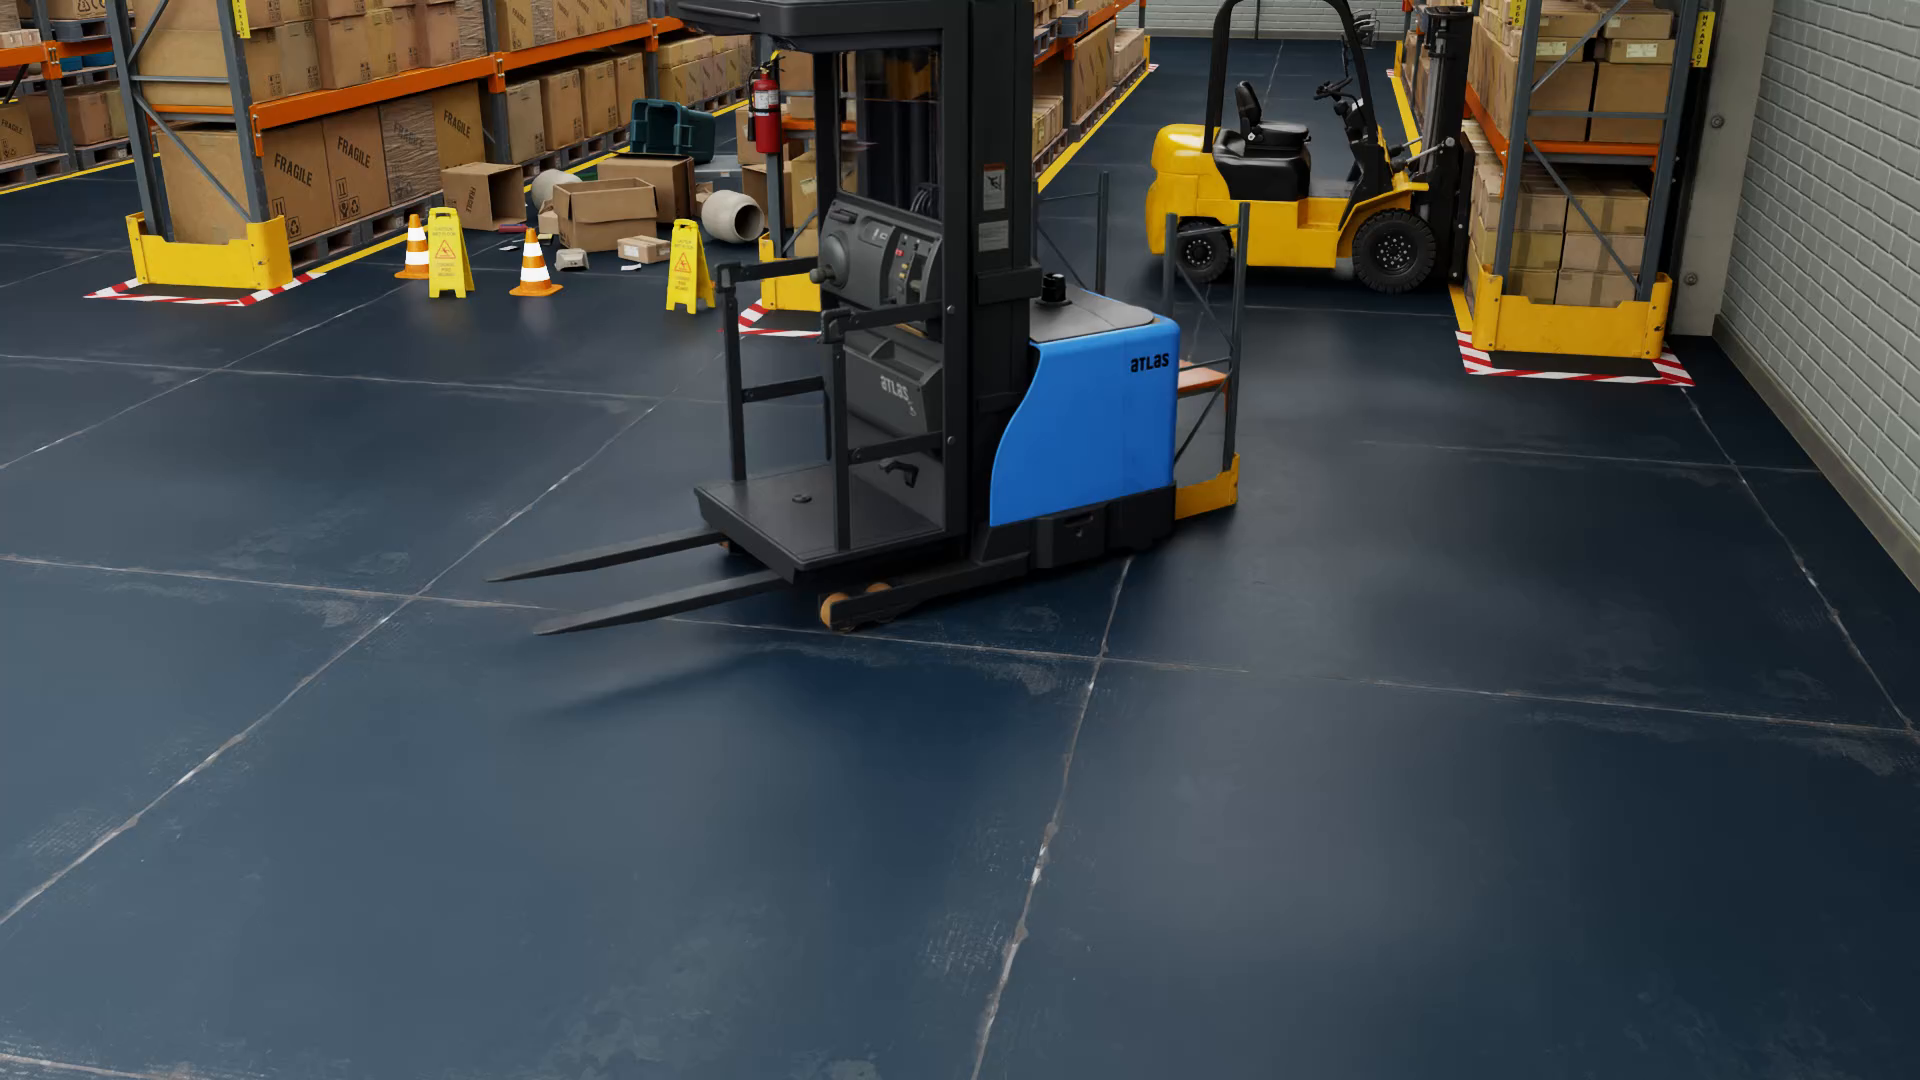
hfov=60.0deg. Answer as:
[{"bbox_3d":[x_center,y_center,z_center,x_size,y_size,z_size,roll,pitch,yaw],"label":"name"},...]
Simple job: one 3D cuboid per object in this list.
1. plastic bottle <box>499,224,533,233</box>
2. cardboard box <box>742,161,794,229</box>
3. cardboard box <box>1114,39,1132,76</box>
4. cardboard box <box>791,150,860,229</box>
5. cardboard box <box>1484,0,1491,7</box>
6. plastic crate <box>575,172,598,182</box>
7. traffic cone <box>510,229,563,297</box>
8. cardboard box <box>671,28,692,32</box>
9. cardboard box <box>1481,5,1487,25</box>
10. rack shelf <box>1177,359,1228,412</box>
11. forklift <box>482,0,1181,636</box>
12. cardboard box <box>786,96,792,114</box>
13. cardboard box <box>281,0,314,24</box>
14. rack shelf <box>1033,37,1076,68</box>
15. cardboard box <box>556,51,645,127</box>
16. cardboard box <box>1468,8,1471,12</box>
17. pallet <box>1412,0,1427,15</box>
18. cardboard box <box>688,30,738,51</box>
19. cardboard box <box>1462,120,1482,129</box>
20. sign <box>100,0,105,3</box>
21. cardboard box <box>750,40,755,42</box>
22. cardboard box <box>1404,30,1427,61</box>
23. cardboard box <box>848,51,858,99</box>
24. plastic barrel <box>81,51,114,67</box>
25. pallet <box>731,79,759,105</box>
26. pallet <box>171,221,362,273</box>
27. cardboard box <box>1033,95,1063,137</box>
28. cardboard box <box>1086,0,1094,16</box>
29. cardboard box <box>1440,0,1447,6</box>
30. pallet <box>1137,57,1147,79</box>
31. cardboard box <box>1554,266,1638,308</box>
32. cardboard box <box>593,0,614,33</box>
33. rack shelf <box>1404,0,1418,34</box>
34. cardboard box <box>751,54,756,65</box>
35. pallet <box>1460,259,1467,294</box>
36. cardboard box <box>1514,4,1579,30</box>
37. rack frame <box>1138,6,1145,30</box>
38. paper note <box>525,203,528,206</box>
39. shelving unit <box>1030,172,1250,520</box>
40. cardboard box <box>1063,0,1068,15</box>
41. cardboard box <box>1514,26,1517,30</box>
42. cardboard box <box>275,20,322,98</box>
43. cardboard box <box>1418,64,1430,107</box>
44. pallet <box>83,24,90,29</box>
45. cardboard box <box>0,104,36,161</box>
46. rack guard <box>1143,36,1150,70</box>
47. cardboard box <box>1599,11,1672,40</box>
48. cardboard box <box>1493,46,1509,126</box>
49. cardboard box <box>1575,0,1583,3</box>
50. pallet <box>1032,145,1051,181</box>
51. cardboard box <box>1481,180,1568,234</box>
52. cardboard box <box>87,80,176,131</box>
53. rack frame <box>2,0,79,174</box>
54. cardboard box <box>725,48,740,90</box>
[{"bbox_3d":[-3.879,-2.723,14.534,0.283,0.061,0.133,-3,22,-8],"label":"plastic bottle"},{"bbox_3d":[-1.589,-3.066,14.795,0.500,0.500,0.500,-16,27,-35],"label":"cardboard box"},{"bbox_3d":[2.009,-6.994,24.072,0.875,0.438,0.875,4,22,9],"label":"cardboard box"},{"bbox_3d":[-0.946,-2.630,12.484,0.500,0.500,0.500,5,22,11],"label":"cardboard box"},{"bbox_3d":[4.305,-4.244,12.977,0.380,0.149,0.250,5,22,12],"label":"cardboard box"},{"bbox_3d":[-3.658,-3.412,15.998,0.450,0.188,0.662,7,21,42],"label":"plastic crate"},{"bbox_3d":[-3.186,-2.089,12.422,0.336,0.463,0.334,4,22,11],"label":"traffic cone"},{"bbox_3d":[-3.788,-6.717,22.297,0.500,0.250,0.500,5,22,12],"label":"cardboard box"},{"bbox_3d":[4.299,-4.110,13.041,0.380,0.149,0.250,5,22,12],"label":"cardboard box"},{"bbox_3d":[0.845,-0.813,8.347,0.538,0.185,1.000,-15,26,-33],"label":"rack shelf"},{"bbox_3d":[-0.520,-1.197,6.904,3.031,2.935,1.130,-13,25,-30],"label":"forklift"},{"bbox_3d":[-1.045,-3.188,12.090,0.380,0.149,0.250,4,22,10],"label":"cardboard box"},{"bbox_3d":[-5.586,-4.302,12.874,0.875,0.550,0.550,4,22,11],"label":"cardboard box"},{"bbox_3d":[0.370,-4.911,16.995,1.077,0.370,4.000,4,22,11],"label":"rack shelf"},{"bbox_3d":[-4.301,-5.252,19.327,1.050,0.750,0.750,4,22,10],"label":"cardboard box"},{"bbox_3d":[4.672,-4.497,14.537,0.500,0.250,0.500,4,22,10],"label":"cardboard box"},{"bbox_3d":[6.184,-6.689,20.703,1.003,0.211,1.213,4,22,11],"label":"pallet"},{"bbox_3d":[-3.295,-6.684,22.214,0.500,0.250,0.500,6,23,13],"label":"cardboard box"},{"bbox_3d":[4.416,-3.366,13.976,0.500,0.250,0.500,4,22,10],"label":"cardboard box"},{"bbox_3d":[-6.249,-4.084,12.112,0.100,0.325,0.005,4,22,11],"label":"sign"},{"bbox_3d":[-2.885,-7.134,24.009,0.380,0.149,0.250,6,23,14],"label":"cardboard box"},{"bbox_3d":[7.053,-7.345,24.855,0.797,0.503,0.637,4,22,9],"label":"cardboard box"},{"bbox_3d":[-0.486,-3.387,11.715,0.500,0.500,0.500,4,22,10],"label":"cardboard box"},{"bbox_3d":[-13.084,-7.596,24.945,0.600,0.901,0.708,4,22,11],"label":"plastic barrel"},{"bbox_3d":[-3.430,-6.201,22.968,1.003,0.211,1.213,4,22,11],"label":"pallet"},{"bbox_3d":[-5.635,-2.395,13.519,1.003,0.211,1.213,4,22,11],"label":"pallet"},{"bbox_3d":[0.653,-4.746,18.578,0.950,0.372,0.625,3,22,7],"label":"cardboard box"},{"bbox_3d":[1.324,-6.447,20.046,0.500,0.250,0.500,5,23,13],"label":"cardboard box"},{"bbox_3d":[5.284,-5.619,17.323,0.500,0.250,0.500,4,22,11],"label":"cardboard box"},{"bbox_3d":[2.324,-7.310,25.721,1.003,0.211,1.213,4,22,11],"label":"pallet"},{"bbox_3d":[4.297,-1.757,11.320,0.500,0.250,0.500,5,22,11],"label":"cardboard box"},{"bbox_3d":[-4.123,-5.812,18.136,0.500,0.500,0.500,4,22,10],"label":"cardboard box"},{"bbox_3d":[6.862,-7.459,23.323,1.077,0.370,4.000,4,22,11],"label":"rack shelf"},{"bbox_3d":[-2.885,-6.898,23.821,0.380,0.149,0.250,5,23,13],"label":"cardboard box"},{"bbox_3d":[4.372,-2.107,12.803,1.003,0.211,1.213,4,22,11],"label":"pallet"},{"bbox_3d":[3.919,-3.496,11.118,0.380,0.149,0.250,5,22,12],"label":"cardboard box"},{"bbox_3d":[2.410,-8.902,25.941,1.000,3.000,0.127,4,22,11],"label":"rack frame"},{"bbox_3d":[-4.156,-3.161,15.662,0.147,0.020,0.142,-11,25,-26],"label":"paper note"},{"bbox_3d":[0.839,-0.983,8.287,0.587,1.500,1.083,-15,26,-33],"label":"shelving unit"},{"bbox_3d":[0.950,-5.717,17.808,0.380,0.149,0.250,4,22,10],"label":"cardboard box"},{"bbox_3d":[3.999,-3.444,11.388,0.380,0.149,0.250,4,22,11],"label":"cardboard box"},{"bbox_3d":[-5.599,-3.802,13.078,0.875,0.550,0.550,4,22,11],"label":"cardboard box"},{"bbox_3d":[5.930,-5.560,20.427,0.500,0.500,0.500,4,22,9],"label":"cardboard box"},{"bbox_3d":[-9.288,-5.915,18.783,1.003,0.211,1.213,4,22,11],"label":"pallet"},{"bbox_3d":[-9.861,-4.160,16.953,0.500,0.500,0.500,4,22,9],"label":"cardboard box"},{"bbox_3d":[2.415,-7.751,26.430,1.175,0.500,0.348,4,22,11],"label":"rack guard"},{"bbox_3d":[4.283,-3.265,10.545,0.380,0.149,0.250,4,22,10],"label":"cardboard box"},{"bbox_3d":[3.964,-3.108,11.423,0.500,0.500,0.500,5,23,13],"label":"cardboard box"},{"bbox_3d":[4.627,-3.828,11.944,0.380,0.149,0.250,5,22,11],"label":"cardboard box"},{"bbox_3d":[0.366,-3.952,17.383,1.003,0.211,1.213,4,22,11],"label":"pallet"},{"bbox_3d":[3.794,-2.248,11.201,0.500,0.250,0.500,5,23,13],"label":"cardboard box"},{"bbox_3d":[-9.364,-4.914,18.796,0.700,0.500,0.500,3,22,6],"label":"cardboard box"},{"bbox_3d":[-9.740,-5.268,16.920,1.000,3.000,0.127,4,22,11],"label":"rack frame"},{"bbox_3d":[-3.282,-6.337,22.357,0.500,0.500,0.500,4,22,10],"label":"cardboard box"}]
